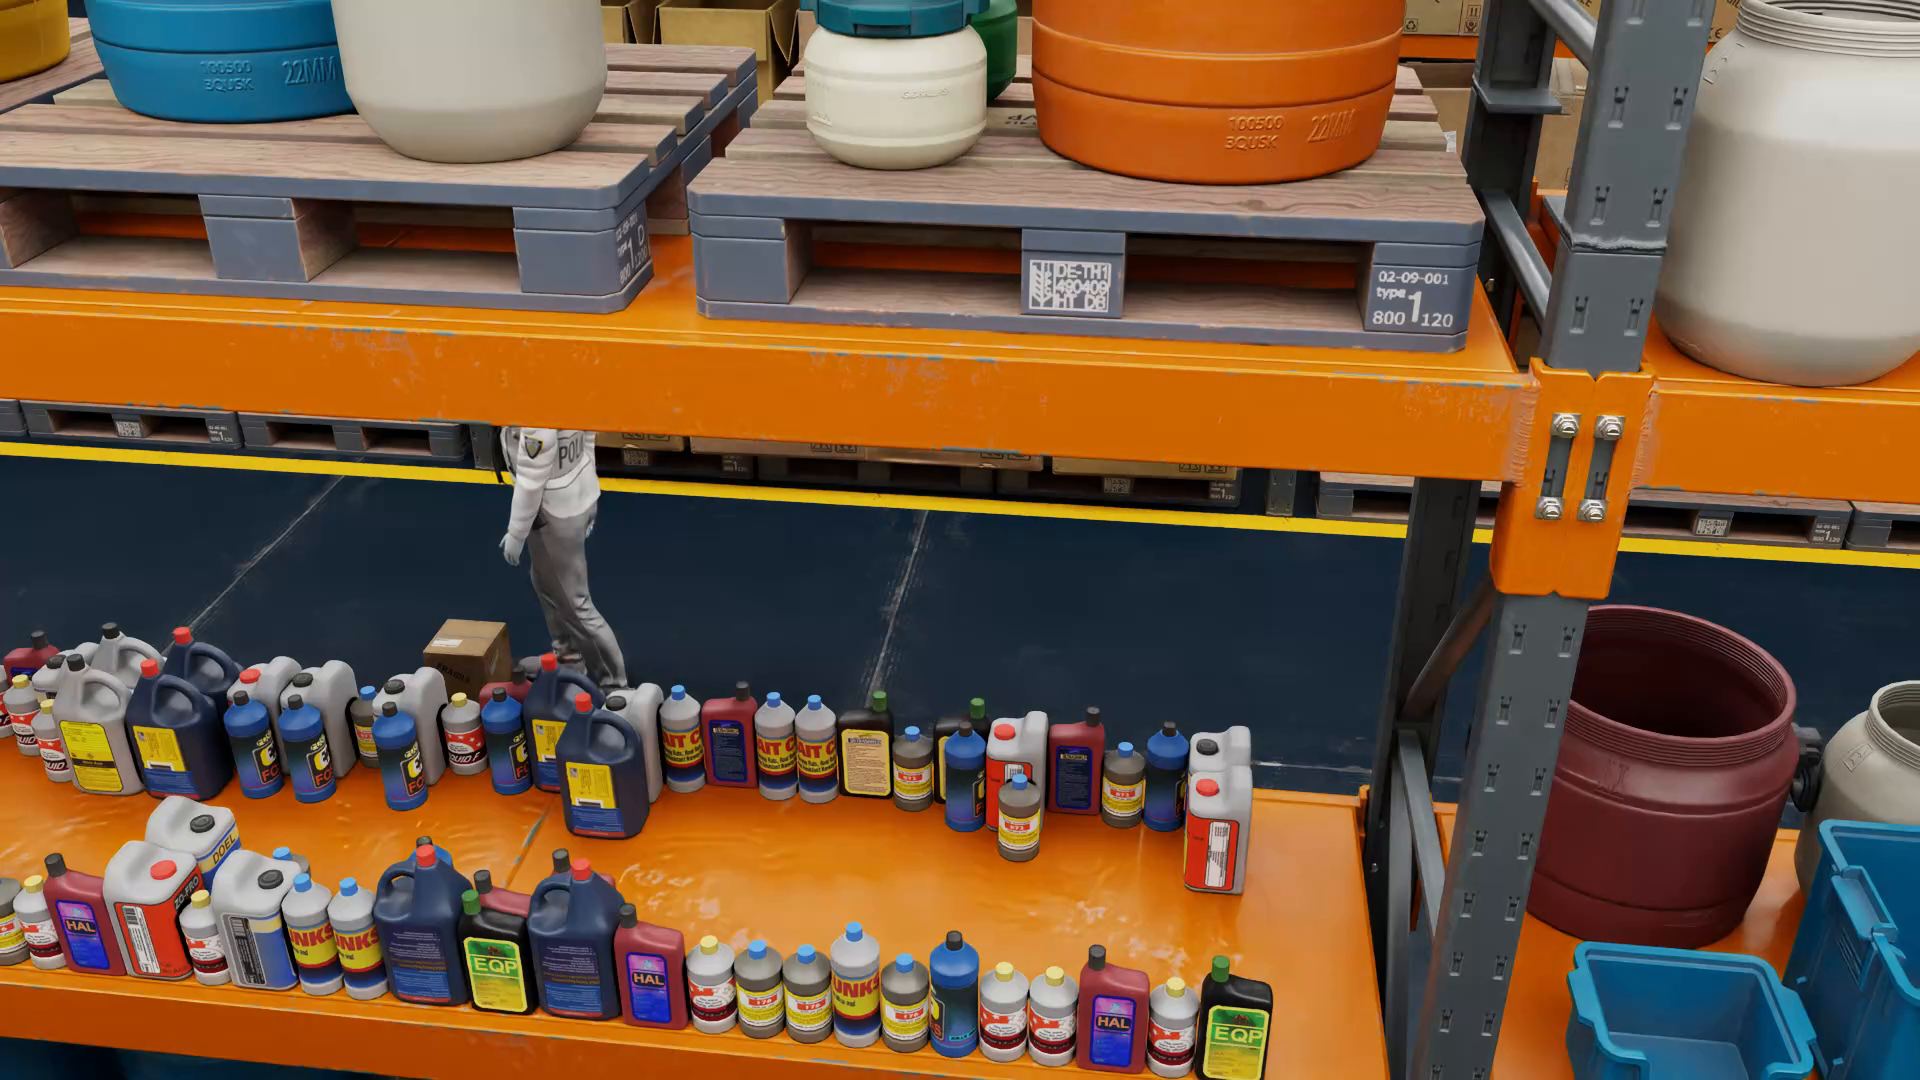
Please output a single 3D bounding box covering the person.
[{"bbox_3d":[-1.550,-0.098,6.307,0.573,1.690,0.478,4,29,7],"label":"person"}]
